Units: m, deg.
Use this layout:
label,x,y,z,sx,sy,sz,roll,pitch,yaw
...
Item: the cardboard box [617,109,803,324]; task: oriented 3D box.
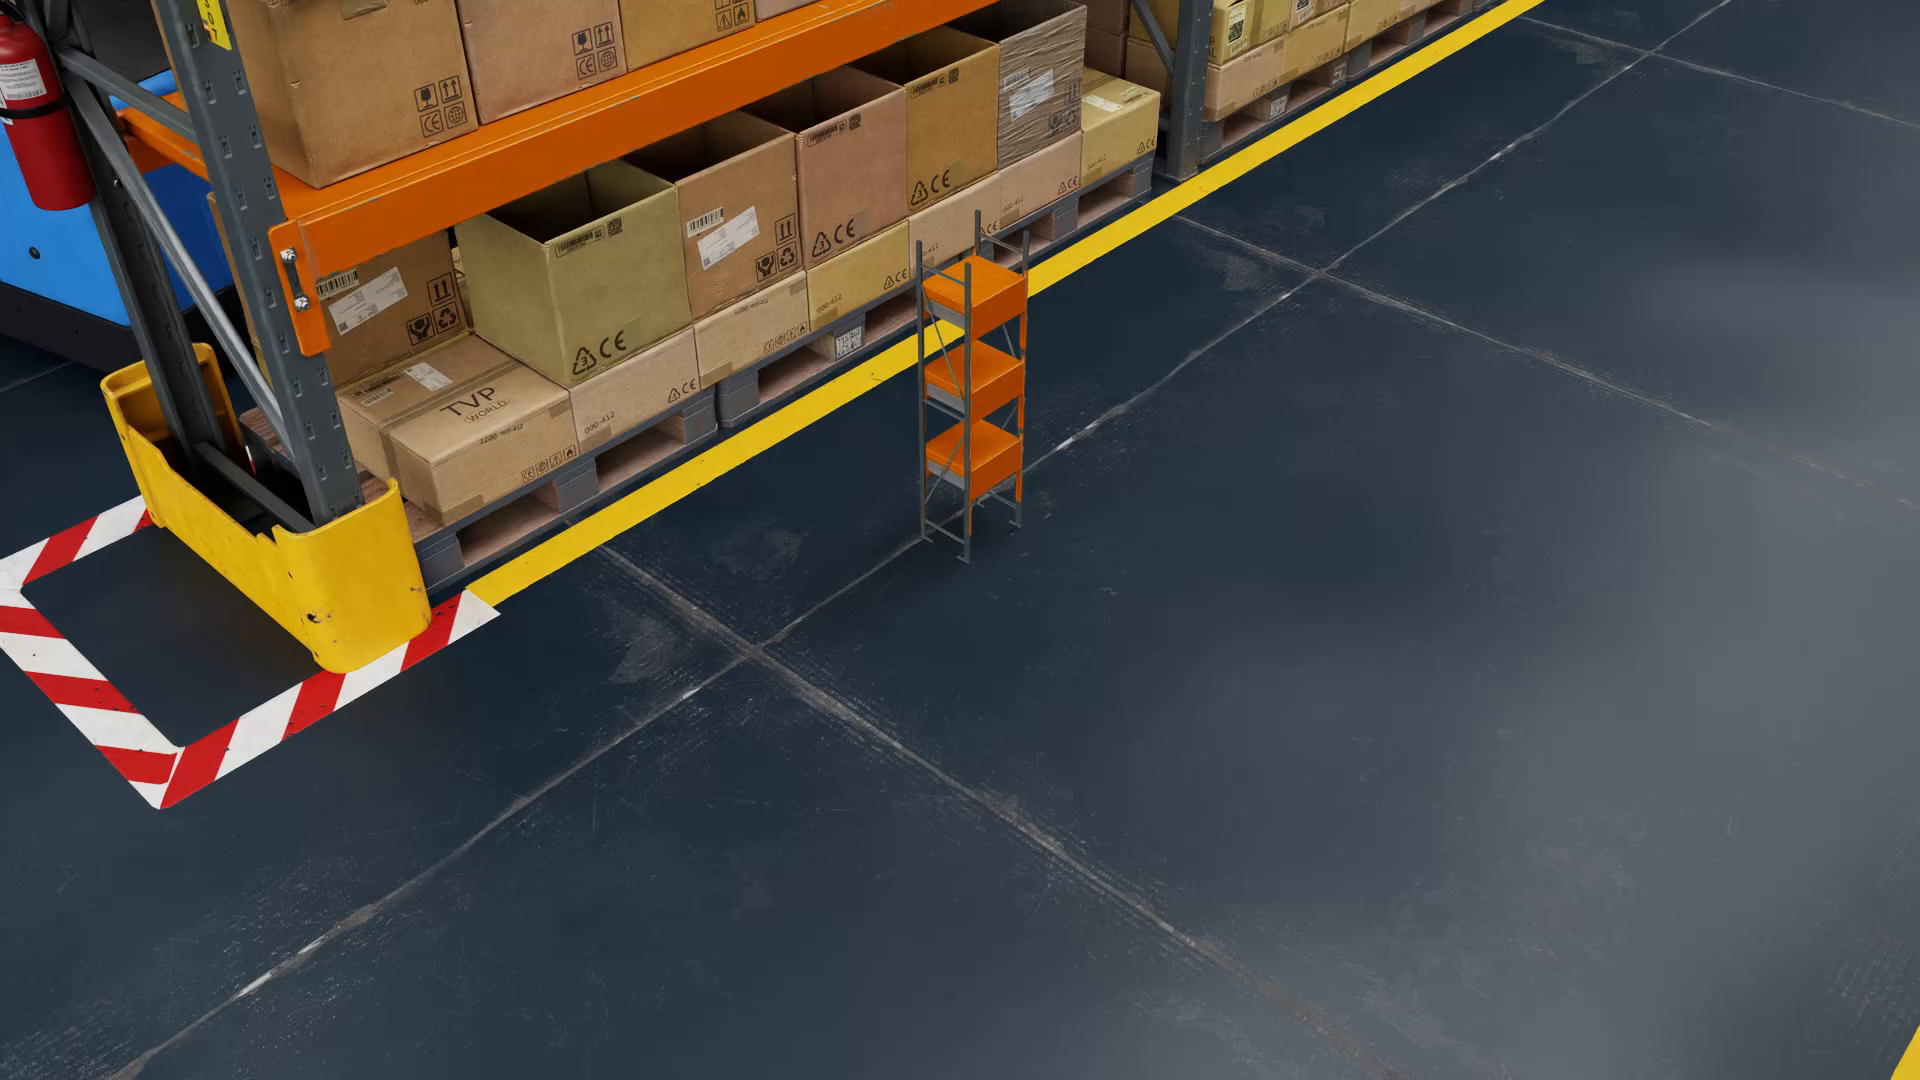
label,x,y,z,sx,sy,sz,roll,pitch,yaw
cardboard box,-0.883,-1.109,5.504,0.500,0.500,0.500,30,47,32

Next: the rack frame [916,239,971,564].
label,x,y,z,sx,sy,sz,roll,pitch,yaw
rack frame,-0.046,-0.379,4.884,0.200,1.050,0.008,30,47,32

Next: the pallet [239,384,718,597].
label,x,y,z,sx,sy,sz,roll,pitch,yaw
pallet,-1.588,-0.387,5.566,1.003,0.211,1.213,30,47,32

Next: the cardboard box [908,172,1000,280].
label,x,y,z,sx,sy,sz,roll,pitch,yaw
cardboard box,-0.197,-1.269,6.307,0.500,0.250,0.500,30,47,32

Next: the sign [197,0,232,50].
label,x,y,z,sx,sy,sz,roll,pitch,yaw
sign,-1.667,-1.243,3.644,0.100,0.325,0.005,30,47,32

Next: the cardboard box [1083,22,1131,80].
label,x,y,z,sx,sy,sz,roll,pitch,yaw
cardboard box,0.691,-2.347,7.663,0.500,0.250,0.500,29,47,31

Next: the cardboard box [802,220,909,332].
label,x,y,z,sx,sy,sz,roll,pitch,yaw
cardboard box,-0.534,-1.039,6.018,0.500,0.250,0.500,30,47,32

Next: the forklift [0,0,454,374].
label,x,y,z,sx,sy,sz,roll,pitch,yaw
forklift,-2.489,-2.576,6.134,1.130,2.935,3.031,19,42,22

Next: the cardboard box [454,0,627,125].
label,x,y,z,sx,sy,sz,roll,pitch,yaw
cardboard box,-1.398,-1.601,4.772,0.700,0.500,0.500,31,48,33

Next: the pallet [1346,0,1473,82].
label,x,y,z,sx,sy,sz,roll,pitch,yaw
pallet,1.917,-2.773,8.568,1.003,0.211,1.213,30,47,32

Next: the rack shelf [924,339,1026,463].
label,x,y,z,sx,sy,sz,roll,pitch,yaw
rack shelf,0.036,-0.427,4.961,0.215,0.259,0.240,30,47,32

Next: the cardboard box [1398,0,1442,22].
label,x,y,z,sx,sy,sz,roll,pitch,yaw
cardboard box,2.118,-2.823,8.262,0.500,0.250,0.500,31,48,33

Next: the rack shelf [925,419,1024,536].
label,x,y,z,sx,sy,sz,roll,pitch,yaw
rack shelf,0.036,-0.210,5.134,0.215,0.259,0.240,30,47,32

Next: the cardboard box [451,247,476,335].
label,x,y,z,sx,sy,sz,roll,pitch,yaw
cardboard box,-1.601,-0.802,5.721,0.500,0.250,0.500,30,47,32

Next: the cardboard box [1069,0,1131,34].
label,x,y,z,sx,sy,sz,roll,pitch,yaw
cardboard box,0.687,-2.561,7.482,0.500,0.311,0.500,30,47,32

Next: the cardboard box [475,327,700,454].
label,x,y,z,sx,sy,sz,roll,pitch,yaw
cardboard box,-1.212,-0.581,5.443,0.500,0.250,0.500,30,47,32

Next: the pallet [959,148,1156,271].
label,x,y,z,sx,sy,sz,roll,pitch,yaw
pallet,0.058,-1.508,6.976,1.003,0.211,1.213,30,47,32

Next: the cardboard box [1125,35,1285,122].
label,x,y,z,sx,sy,sz,roll,pitch,yaw
cardboard box,1.081,-2.116,7.373,0.500,0.250,0.500,28,47,31

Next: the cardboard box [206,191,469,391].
label,x,y,z,sx,sy,sz,roll,pitch,yaw
cardboard box,-1.931,-0.862,5.193,0.500,0.500,0.500,30,47,32

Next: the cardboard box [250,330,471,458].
label,x,y,z,sx,sy,sz,roll,pitch,yaw
cardboard box,-1.929,-0.568,5.426,0.500,0.250,0.500,30,47,32

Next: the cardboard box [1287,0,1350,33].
label,x,y,z,sx,sy,sz,roll,pitch,yaw
cardboard box,1.430,-2.567,7.490,0.500,0.311,0.500,29,47,31

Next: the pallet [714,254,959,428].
label,x,y,z,sx,sy,sz,roll,pitch,yaw
pallet,-0.765,-0.944,6.268,1.003,0.211,1.213,30,47,32

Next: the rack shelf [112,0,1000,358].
label,x,y,z,sx,sy,sz,roll,pitch,yaw
rack shelf,-0.724,-1.746,5.614,1.077,0.370,4.000,30,47,32

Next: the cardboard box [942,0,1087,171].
label,x,y,z,sx,sy,sz,roll,pitch,yaw
cardboard box,0.128,-1.799,6.371,0.500,0.500,0.500,30,47,32

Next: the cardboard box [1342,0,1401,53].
label,x,y,z,sx,sy,sz,roll,pitch,yaw
cardboard box,1.774,-2.589,7.968,0.500,0.250,0.500,28,46,31

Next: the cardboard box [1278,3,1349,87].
label,x,y,z,sx,sy,sz,roll,pitch,yaw
cardboard box,1.427,-2.350,7.668,0.500,0.250,0.500,31,48,33

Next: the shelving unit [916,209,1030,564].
label,x,y,z,sx,sy,sz,roll,pitch,yaw
shelving unit,0.036,-0.435,4.954,0.215,1.050,0.252,30,47,32

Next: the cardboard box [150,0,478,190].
label,x,y,z,sx,sy,sz,roll,pitch,yaw
cardboard box,-1.748,-1.357,4.466,0.700,0.500,0.500,30,47,32

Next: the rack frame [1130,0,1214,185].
label,x,y,z,sx,sy,sz,roll,pitch,yaw
rack frame,0.626,-2.947,6.546,1.000,3.000,0.127,30,47,32

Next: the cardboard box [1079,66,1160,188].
label,x,y,z,sx,sy,sz,roll,pitch,yaw
cardboard box,0.474,-1.730,6.887,0.500,0.250,0.500,30,47,32

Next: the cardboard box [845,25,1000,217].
label,x,y,z,sx,sy,sz,roll,pitch,yaw
cardboard box,-0.206,-1.567,6.080,0.500,0.500,0.500,30,47,32

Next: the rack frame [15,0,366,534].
label,x,y,z,sx,sy,sz,roll,pitch,yaw
rack frame,-2.073,-1.109,4.235,1.000,3.000,0.127,30,47,32

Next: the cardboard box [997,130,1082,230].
label,x,y,z,sx,sy,sz,roll,pitch,yaw
cardboard box,0.130,-1.504,6.604,0.500,0.250,0.500,30,47,32

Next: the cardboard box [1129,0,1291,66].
label,x,y,z,sx,sy,sz,roll,pitch,yaw
cardboard box,1.088,-2.340,7.203,0.500,0.311,0.500,30,47,32

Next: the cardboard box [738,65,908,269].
label,x,y,z,sx,sy,sz,roll,pitch,yaw
cardboard box,-0.533,-1.332,5.784,0.500,0.500,0.500,30,47,32

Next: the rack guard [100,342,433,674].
label,x,y,z,sx,sy,sz,roll,pitch,yaw
rack guard,-2.089,-0.120,4.999,1.175,0.500,0.348,30,47,32

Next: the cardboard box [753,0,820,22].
label,x,y,z,sx,sy,sz,roll,pitch,yaw
cardboard box,-0.706,-2.070,5.362,0.700,0.500,0.500,31,48,33

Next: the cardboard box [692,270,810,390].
label,x,y,z,sx,sy,sz,roll,pitch,yaw
cardboard box,-0.875,-0.811,5.732,0.500,0.250,0.500,30,47,32

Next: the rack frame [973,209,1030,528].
label,x,y,z,sx,sy,sz,roll,pitch,yaw
rack frame,0.118,-0.492,5.025,0.200,1.050,0.008,30,47,32

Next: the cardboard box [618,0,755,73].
label,x,y,z,sx,sy,sz,roll,pitch,yaw
cardboard box,-1.059,-1.826,5.056,0.700,0.500,0.500,30,47,32

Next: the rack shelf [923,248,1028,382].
label,x,y,z,sx,sy,sz,roll,pitch,yaw
rack shelf,0.036,-0.649,4.784,0.215,0.259,0.240,30,47,32

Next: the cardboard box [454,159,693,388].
label,x,y,z,sx,sy,sz,roll,pitch,yaw
cardboard box,-1.211,-0.874,5.209,0.500,0.500,0.500,30,47,32

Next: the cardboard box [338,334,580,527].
label,x,y,z,sx,sy,sz,roll,pitch,yaw
cardboard box,-1.547,-0.350,5.152,0.500,0.250,0.500,30,47,32

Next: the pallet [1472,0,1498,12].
label,x,y,z,sx,sy,sz,roll,pitch,yaw
pallet,2.740,-3.331,9.269,1.003,0.211,1.213,30,47,32

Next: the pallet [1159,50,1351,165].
label,x,y,z,sx,sy,sz,roll,pitch,yaw
pallet,1.094,-2.210,7.860,1.003,0.211,1.213,30,47,32

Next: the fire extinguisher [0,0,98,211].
label,x,y,z,sx,sy,sz,roll,pitch,yaw
fire extinguisher,-2.496,-1.219,4.436,0.296,0.674,0.183,30,47,32
